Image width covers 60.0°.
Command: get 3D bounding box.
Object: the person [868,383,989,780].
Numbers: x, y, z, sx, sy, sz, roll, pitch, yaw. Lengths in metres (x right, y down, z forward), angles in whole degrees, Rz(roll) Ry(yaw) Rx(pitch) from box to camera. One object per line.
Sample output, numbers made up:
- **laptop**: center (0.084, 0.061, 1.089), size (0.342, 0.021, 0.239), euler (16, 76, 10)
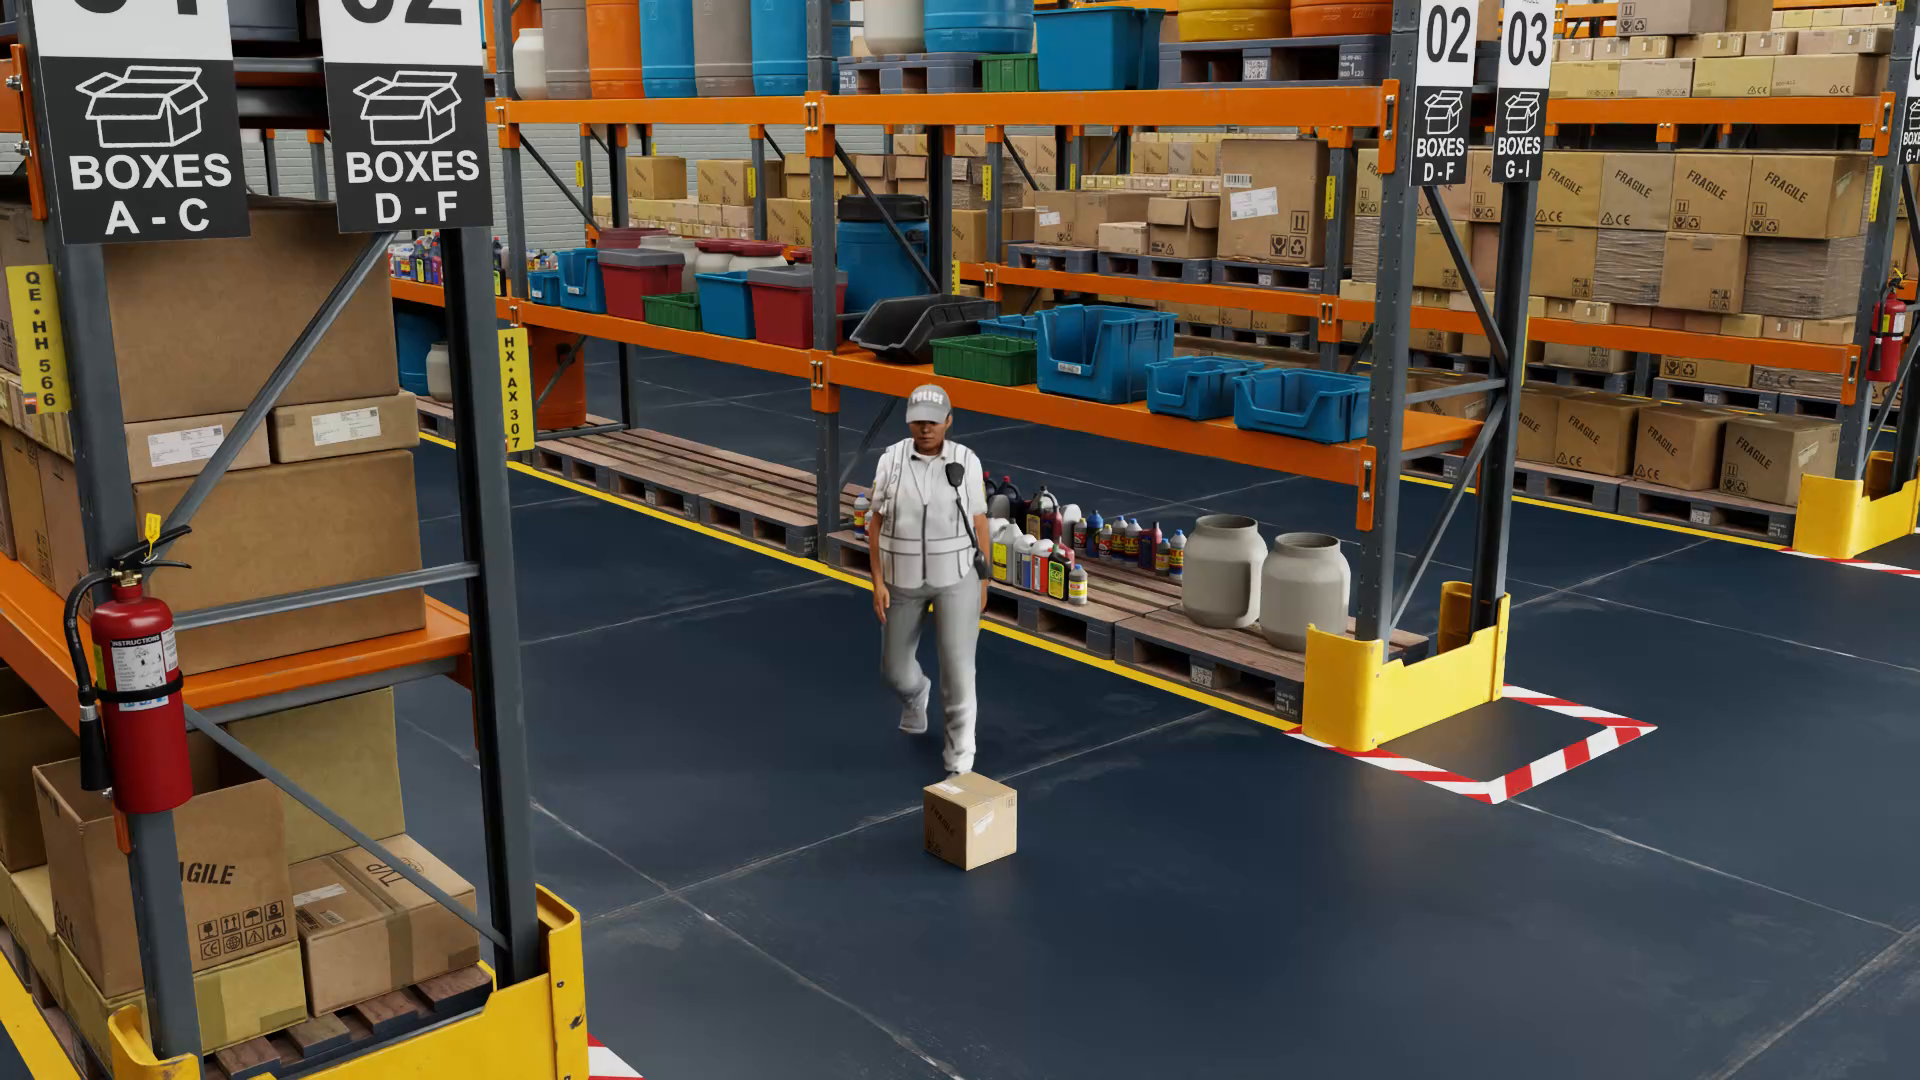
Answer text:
- **person**: center (-0.124, 0.163, 6.838), size (0.490, 1.632, 0.845), euler (2, 14, 7)
